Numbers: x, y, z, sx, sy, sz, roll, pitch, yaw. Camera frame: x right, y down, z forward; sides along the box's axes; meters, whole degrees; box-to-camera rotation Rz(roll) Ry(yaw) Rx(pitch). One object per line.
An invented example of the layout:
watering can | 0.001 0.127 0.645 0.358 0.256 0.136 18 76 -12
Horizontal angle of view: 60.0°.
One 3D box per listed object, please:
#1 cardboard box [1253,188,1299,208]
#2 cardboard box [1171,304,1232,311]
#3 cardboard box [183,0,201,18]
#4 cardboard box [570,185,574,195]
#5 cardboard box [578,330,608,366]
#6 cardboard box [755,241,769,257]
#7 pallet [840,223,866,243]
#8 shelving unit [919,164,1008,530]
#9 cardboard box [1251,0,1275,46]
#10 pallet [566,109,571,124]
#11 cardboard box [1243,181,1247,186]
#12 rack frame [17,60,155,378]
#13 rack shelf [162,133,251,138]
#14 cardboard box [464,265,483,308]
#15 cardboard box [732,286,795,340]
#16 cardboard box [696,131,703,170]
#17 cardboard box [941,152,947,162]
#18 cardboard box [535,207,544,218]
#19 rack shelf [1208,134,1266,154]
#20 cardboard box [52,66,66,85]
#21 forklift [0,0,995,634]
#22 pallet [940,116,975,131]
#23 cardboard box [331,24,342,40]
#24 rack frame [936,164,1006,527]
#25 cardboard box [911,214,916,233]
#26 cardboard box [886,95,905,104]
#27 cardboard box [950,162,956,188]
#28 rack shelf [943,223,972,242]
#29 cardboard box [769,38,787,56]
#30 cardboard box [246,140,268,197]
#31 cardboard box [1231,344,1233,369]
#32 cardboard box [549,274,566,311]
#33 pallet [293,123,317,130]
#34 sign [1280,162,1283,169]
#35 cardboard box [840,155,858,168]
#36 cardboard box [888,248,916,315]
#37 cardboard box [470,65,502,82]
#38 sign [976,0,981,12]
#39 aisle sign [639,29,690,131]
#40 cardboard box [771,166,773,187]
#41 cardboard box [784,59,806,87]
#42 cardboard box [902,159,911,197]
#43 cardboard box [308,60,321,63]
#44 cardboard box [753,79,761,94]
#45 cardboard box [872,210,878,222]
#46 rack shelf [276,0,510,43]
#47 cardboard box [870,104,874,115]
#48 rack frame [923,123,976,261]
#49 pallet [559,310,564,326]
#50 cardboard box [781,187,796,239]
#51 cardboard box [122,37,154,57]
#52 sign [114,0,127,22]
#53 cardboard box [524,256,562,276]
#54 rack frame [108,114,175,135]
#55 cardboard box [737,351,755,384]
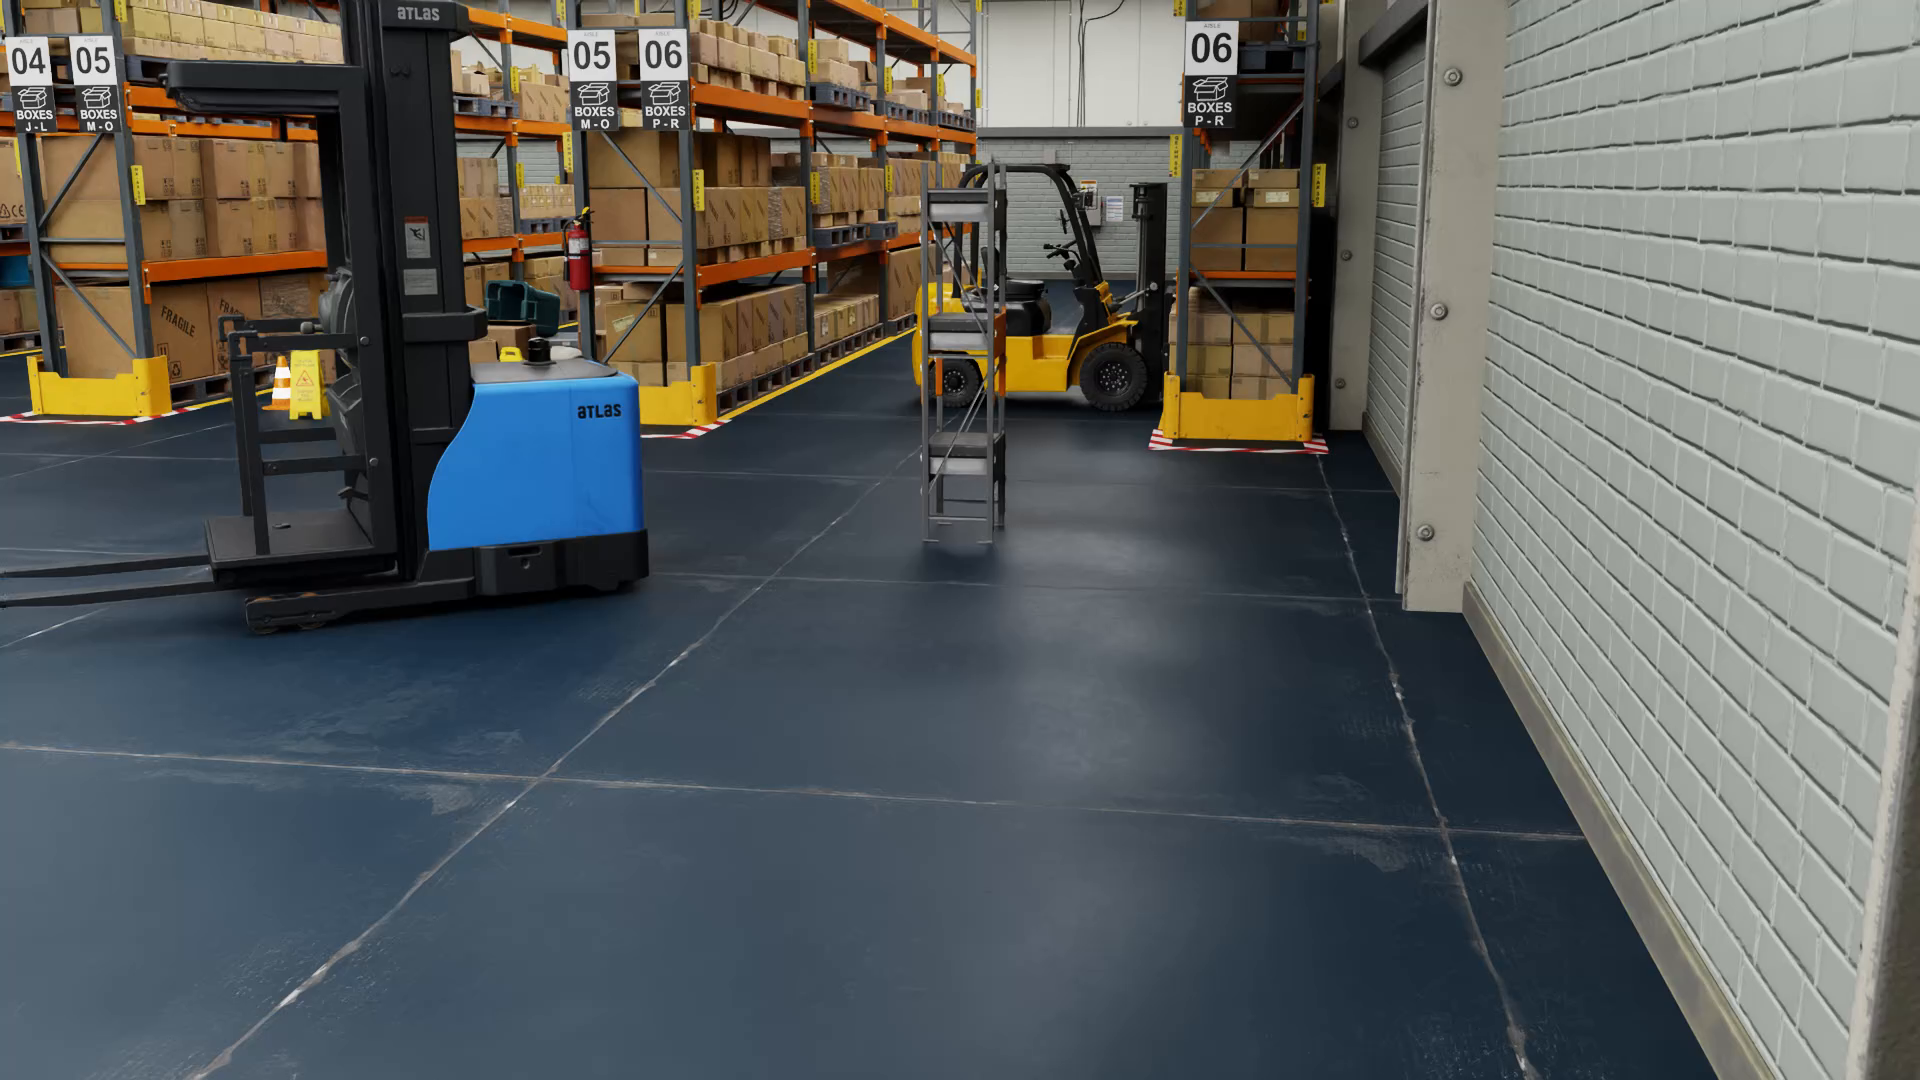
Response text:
cardboard box | 2.532 -2.728 13.257 0.380 0.149 0.250 2 12 7
cardboard box | 2.059 -1.863 14.173 0.500 0.250 0.500 2 12 10
cardboard box | -7.104 -4.804 15.016 0.380 0.149 0.250 2 12 9
cardboard box | -5.813 -5.110 24.271 0.380 0.149 0.250 1 12 6
cardboard box | -3.575 -1.893 17.086 0.500 0.500 0.500 -10 16 -40
cardboard box | -2.040 -2.775 15.845 0.380 0.149 0.250 2 12 9
pallet | -1.715 -3.619 19.619 1.003 0.211 1.213 2 12 9
shelving unit | 0.026 -1.061 9.434 0.431 2.100 0.499 2 12 9
cardboard box | 2.307 -4.380 14.104 0.700 0.500 0.500 2 12 9
pallet | -6.099 -6.131 24.149 1.213 0.211 1.003 2 12 9
cardboard box | 3.688 -4.322 21.193 0.500 0.500 0.500 2 12 11
rack frame | -7.588 -2.600 14.436 1.000 3.000 0.127 2 12 9
rack shelf | -10.936 -6.073 24.678 0.919 0.124 3.809 2 12 9
cardboard box | -6.671 -3.065 20.937 1.050 0.750 0.750 2 12 10
cardboard box | -1.968 -2.283 16.716 0.500 0.500 0.500 2 12 10
cardboard box | -2.757 -3.471 15.165 0.700 0.500 0.500 2 12 8
cardboard box | -0.411 -6.029 26.197 0.380 0.149 0.250 2 12 8
cardboard box | -6.007 -4.546 23.068 0.380 0.149 0.250 3 12 11
rack shelf | 4.377 -6.329 26.330 1.077 0.370 4.000 2 12 9
cardboard box | -11.229 -5.889 21.157 0.500 0.500 0.500 2 12 10
forklift | -2.202 -1.227 8.231 5.060 2.935 1.130 -6 13 -25
pallet | -0.324 -7.059 28.220 1.003 0.211 1.213 2 12 9
cardboard box | -6.714 -5.333 17.470 0.380 0.149 0.250 2 12 8
rack frame | 0.063 -1.112 9.668 0.400 2.100 0.015 2 12 9
cardboard box | -0.907 -4.465 23.450 0.500 0.250 0.500 2 12 9
cardboard box | -0.978 -6.117 23.196 0.380 0.166 0.250 3 13 13
cardboard box | -0.349 -5.799 26.669 0.500 0.500 0.500 2 12 10
rack shelf | -0.528 -5.023 27.389 1.077 0.370 4.000 2 12 9
cardboard box | -1.902 -4.787 16.170 0.380 0.149 0.250 2 12 10
cardboard box | -7.326 -3.621 16.256 0.875 0.550 0.500 2 12 9
cardboard box | 2.078 -1.621 14.240 0.500 0.250 0.500 2 12 8
cardboard box | -5.923 -3.492 23.514 0.500 0.500 0.500 2 12 9
pallet | -10.492 -6.872 27.353 1.003 0.211 1.213 2 12 9
sign | 4.003 -4.514 20.572 0.100 0.325 0.005 2 12 9
cardboard box | -1.424 -4.493 19.740 0.380 0.149 0.250 1 12 6
cardboard box | -1.121 -3.619 23.212 0.875 0.875 0.875 2 12 9
cardboard box | -6.488 -6.354 22.684 0.396 0.266 0.258 2 12 9
sign | 0.313 -9.198 28.410 0.100 0.325 0.005 2 12 9
aisle sign | -2.385 -3.708 13.409 0.394 0.787 0.004 2 12 9
cardboard box | -2.222 -3.796 18.048 0.500 0.500 0.500 2 12 8
cardboard box | -1.868 -4.730 16.853 0.500 0.250 0.500 2 12 8
cardboard box | -0.972 -4.969 22.819 0.500 0.500 0.500 2 12 10
cardboard box | -6.790 -4.838 17.062 0.380 0.149 0.250 2 12 10
cardboard box | -2.109 -4.296 15.784 0.380 0.149 0.250 2 12 10
cardboard box | -1.233 -4.020 20.627 0.380 0.149 0.250 2 12 8
rack shelf | -6.665 -6.234 19.718 1.077 0.370 4.000 2 12 9
cardboard box | -1.292 -5.397 20.892 0.380 0.149 0.250 2 12 9
rack frame | -0.221 -5.791 29.245 1.000 3.000 0.127 2 12 9
pallet | -6.236 -3.065 23.212 1.003 0.211 1.213 2 12 9
cardboard box | -1.961 -3.279 16.647 0.500 0.500 0.500 2 12 11
cardboard box | -7.218 -4.258 14.375 0.380 0.149 0.250 2 12 9
sign | -7.041 -4.513 13.931 0.100 0.325 0.005 2 12 9
cardboard box | -5.934 -3.856 23.423 0.500 0.250 0.500 2 12 8
rack frame | -11.243 -4.447 23.007 1.000 3.000 0.127 2 12 9
cardboard box | -2.198 -1.586 15.265 0.500 0.250 0.500 2 12 11
